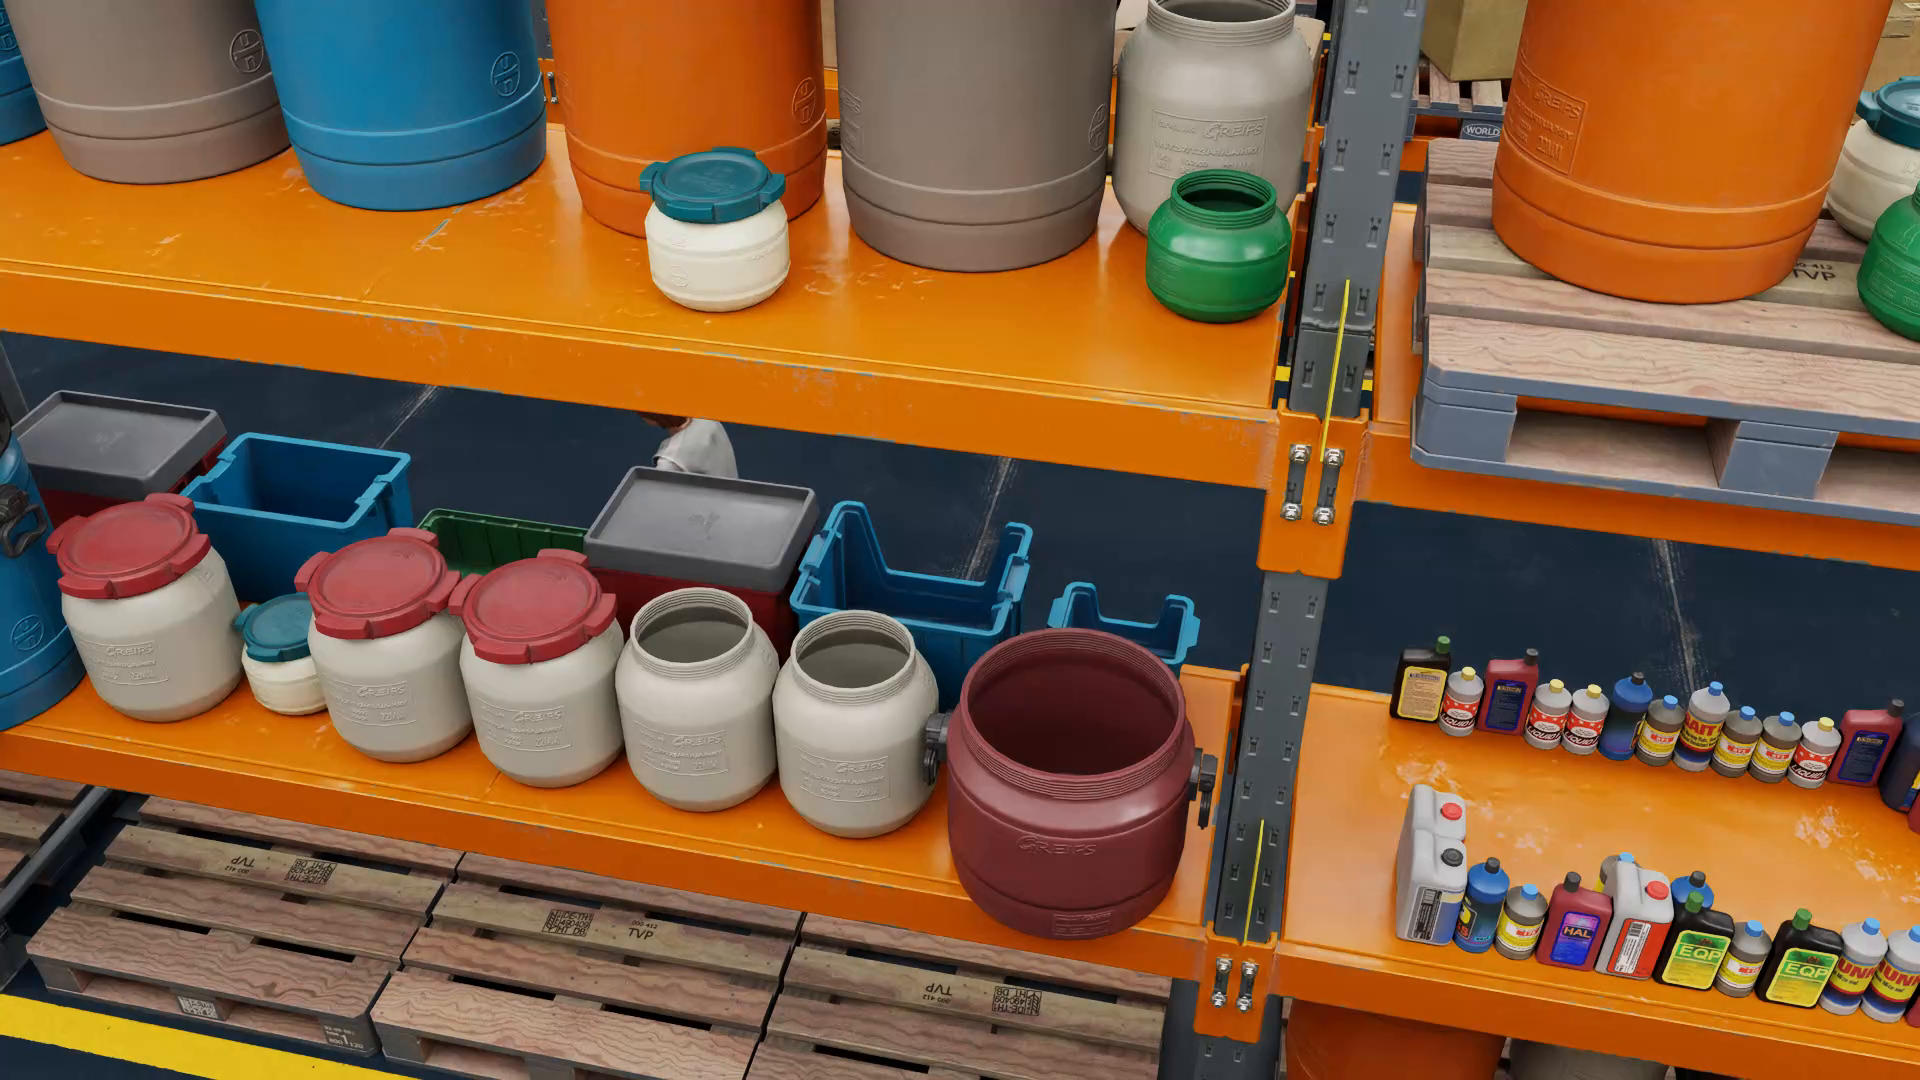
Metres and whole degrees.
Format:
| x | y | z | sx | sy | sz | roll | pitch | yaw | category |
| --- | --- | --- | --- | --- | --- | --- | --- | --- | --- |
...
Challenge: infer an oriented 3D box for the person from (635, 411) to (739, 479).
| x | y | z | sx | sy | sz | roll | pitch | yaw | category |
| --- | --- | --- | --- | --- | --- | --- | --- | --- | --- |
| -0.948 | 0.055 | 6.088 | 0.347 | 1.591 | 0.459 | 7 | 38 | 10 | person |
